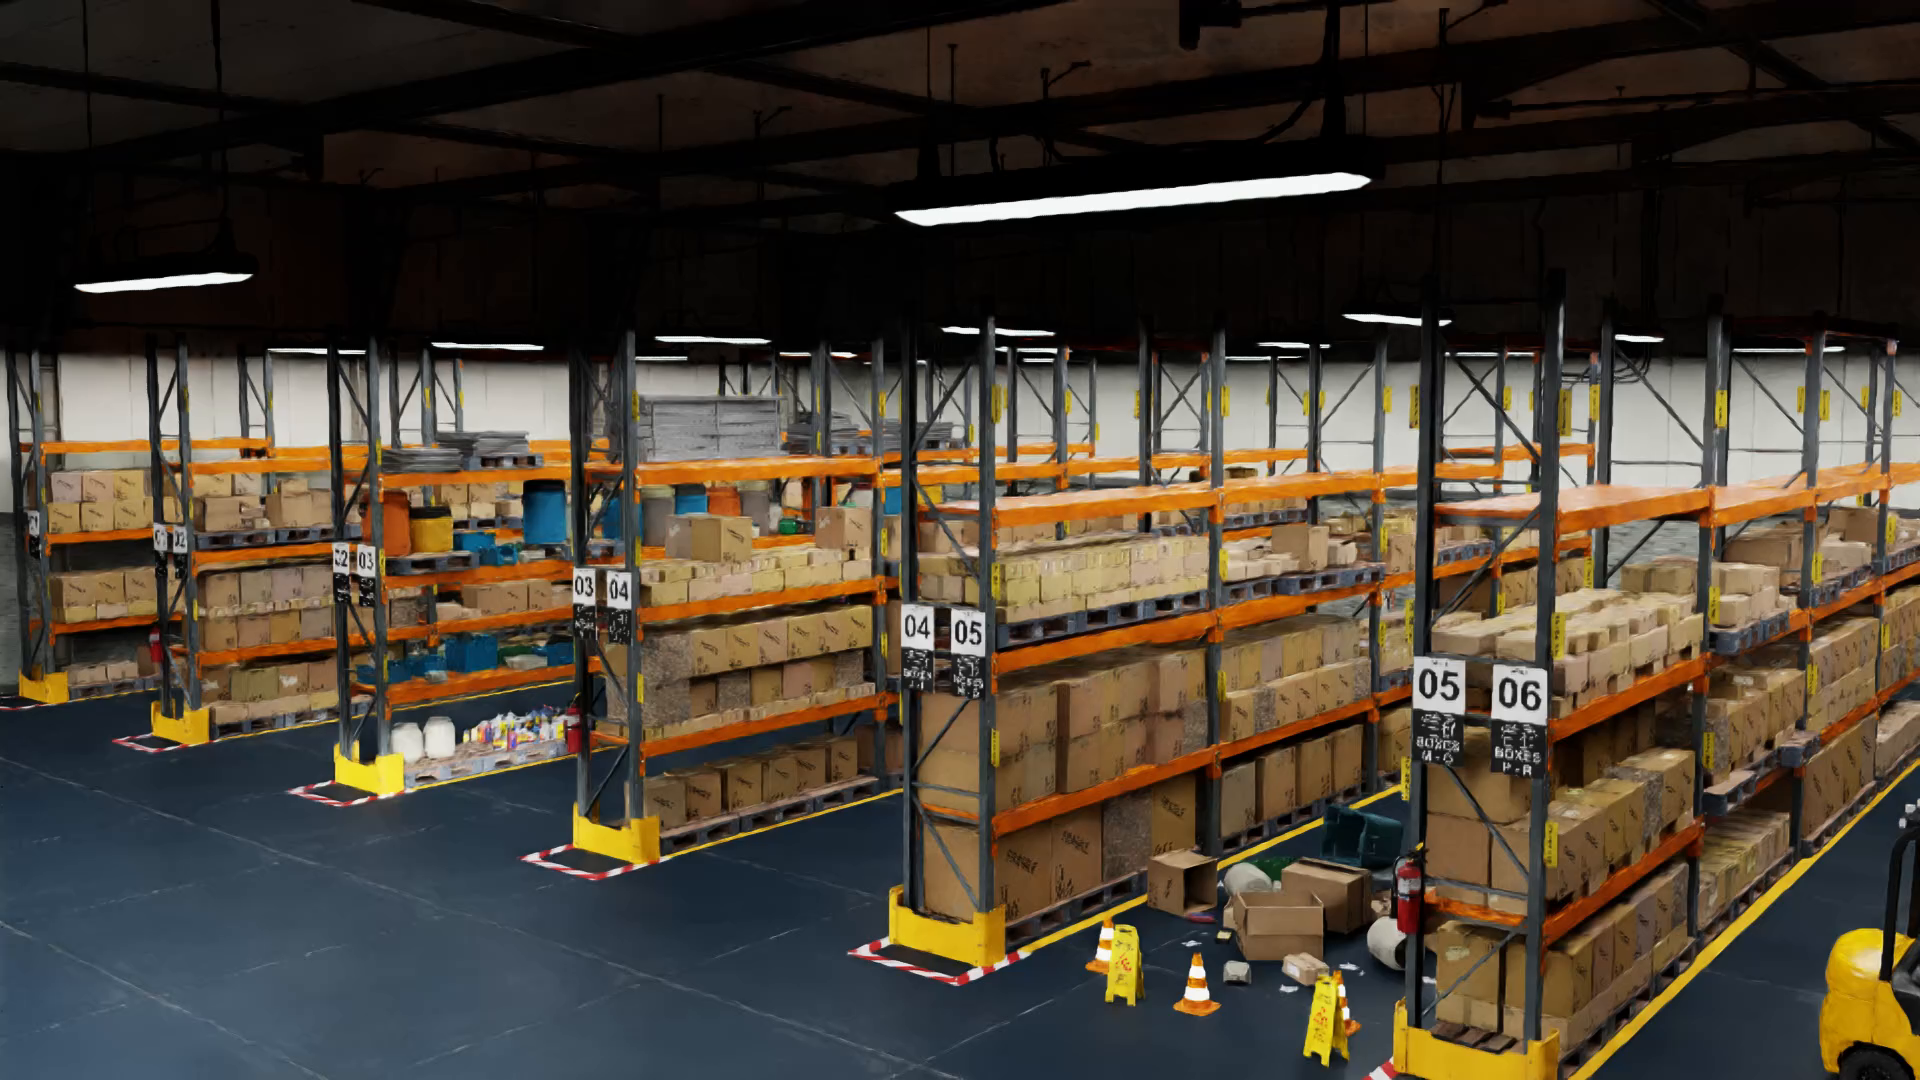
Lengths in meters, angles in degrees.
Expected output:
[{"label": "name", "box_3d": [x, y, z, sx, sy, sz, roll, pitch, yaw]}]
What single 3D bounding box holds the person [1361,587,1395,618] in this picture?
[{"label": "person", "box_3d": [8.375, 1.324, 33.248, 0.706, 1.695, 0.843, 2, 6, 21]}]
